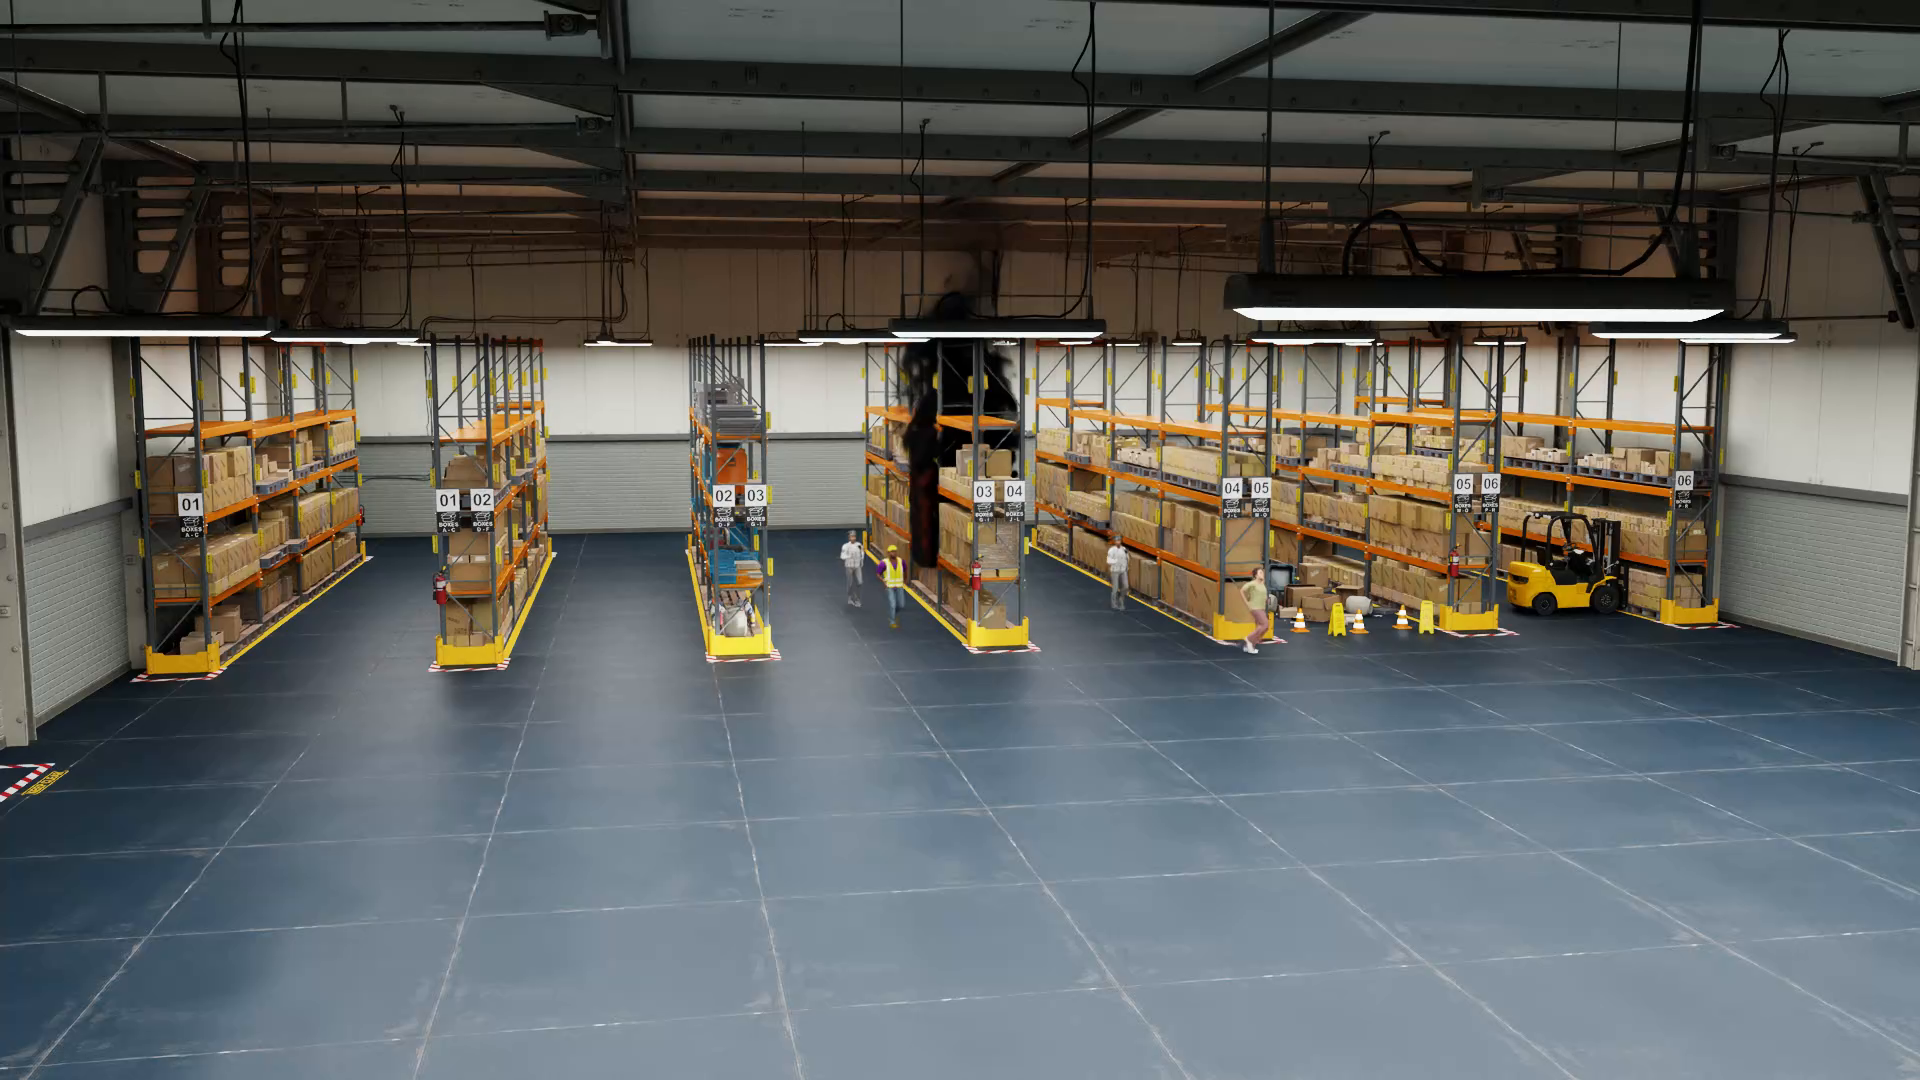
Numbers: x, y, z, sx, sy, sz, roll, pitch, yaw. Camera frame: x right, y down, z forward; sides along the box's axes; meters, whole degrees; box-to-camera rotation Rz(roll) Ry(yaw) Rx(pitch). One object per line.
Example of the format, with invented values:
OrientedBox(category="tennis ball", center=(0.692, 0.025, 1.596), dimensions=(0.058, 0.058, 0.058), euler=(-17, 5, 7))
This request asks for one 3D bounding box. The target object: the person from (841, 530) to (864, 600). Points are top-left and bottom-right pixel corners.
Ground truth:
OrientedBox(category="person", center=(-2.366, 0.562, 37.072), dimensions=(0.592, 1.573, 0.663), euler=(-2, 7, -17))

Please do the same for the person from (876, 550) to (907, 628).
OrientedBox(category="person", center=(-1.369, 0.975, 34.156), dimensions=(0.679, 1.683, 0.576), euler=(-2, 7, -19))

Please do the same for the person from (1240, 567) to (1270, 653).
OrientedBox(category="person", center=(5.635, 1.325, 31.352), dimensions=(0.554, 1.620, 0.581), euler=(5, 8, 37))

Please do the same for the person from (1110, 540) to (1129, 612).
OrientedBox(category="person", center=(3.509, 0.745, 36.426), dimensions=(0.414, 1.674, 0.647), euler=(-2, 7, -14))
